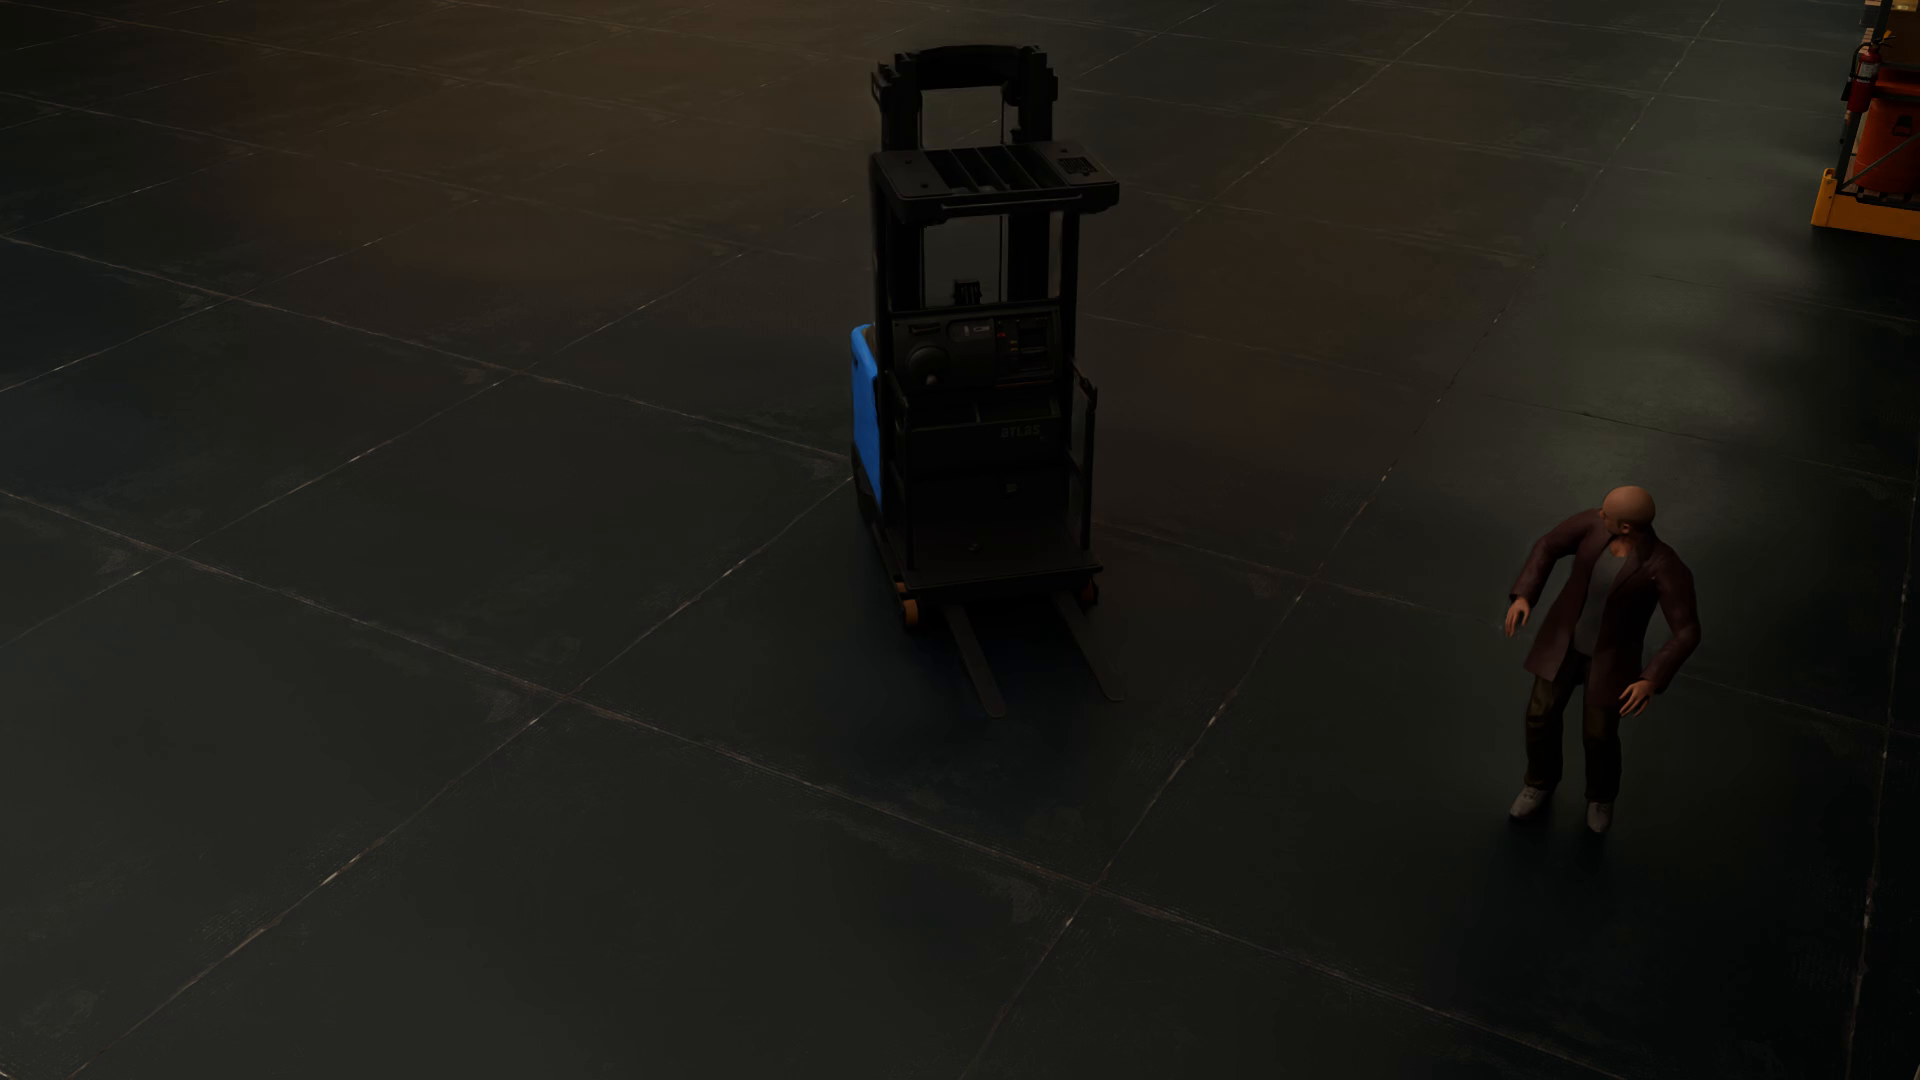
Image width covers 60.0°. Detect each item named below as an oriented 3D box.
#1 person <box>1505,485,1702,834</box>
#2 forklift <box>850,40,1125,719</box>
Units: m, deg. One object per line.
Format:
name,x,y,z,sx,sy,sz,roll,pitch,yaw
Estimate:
person,2.806,0.544,7.401,0.829,1.731,0.644,24,38,35
forklift,0.147,-0.989,8.783,1.130,2.935,3.031,-7,31,-11
